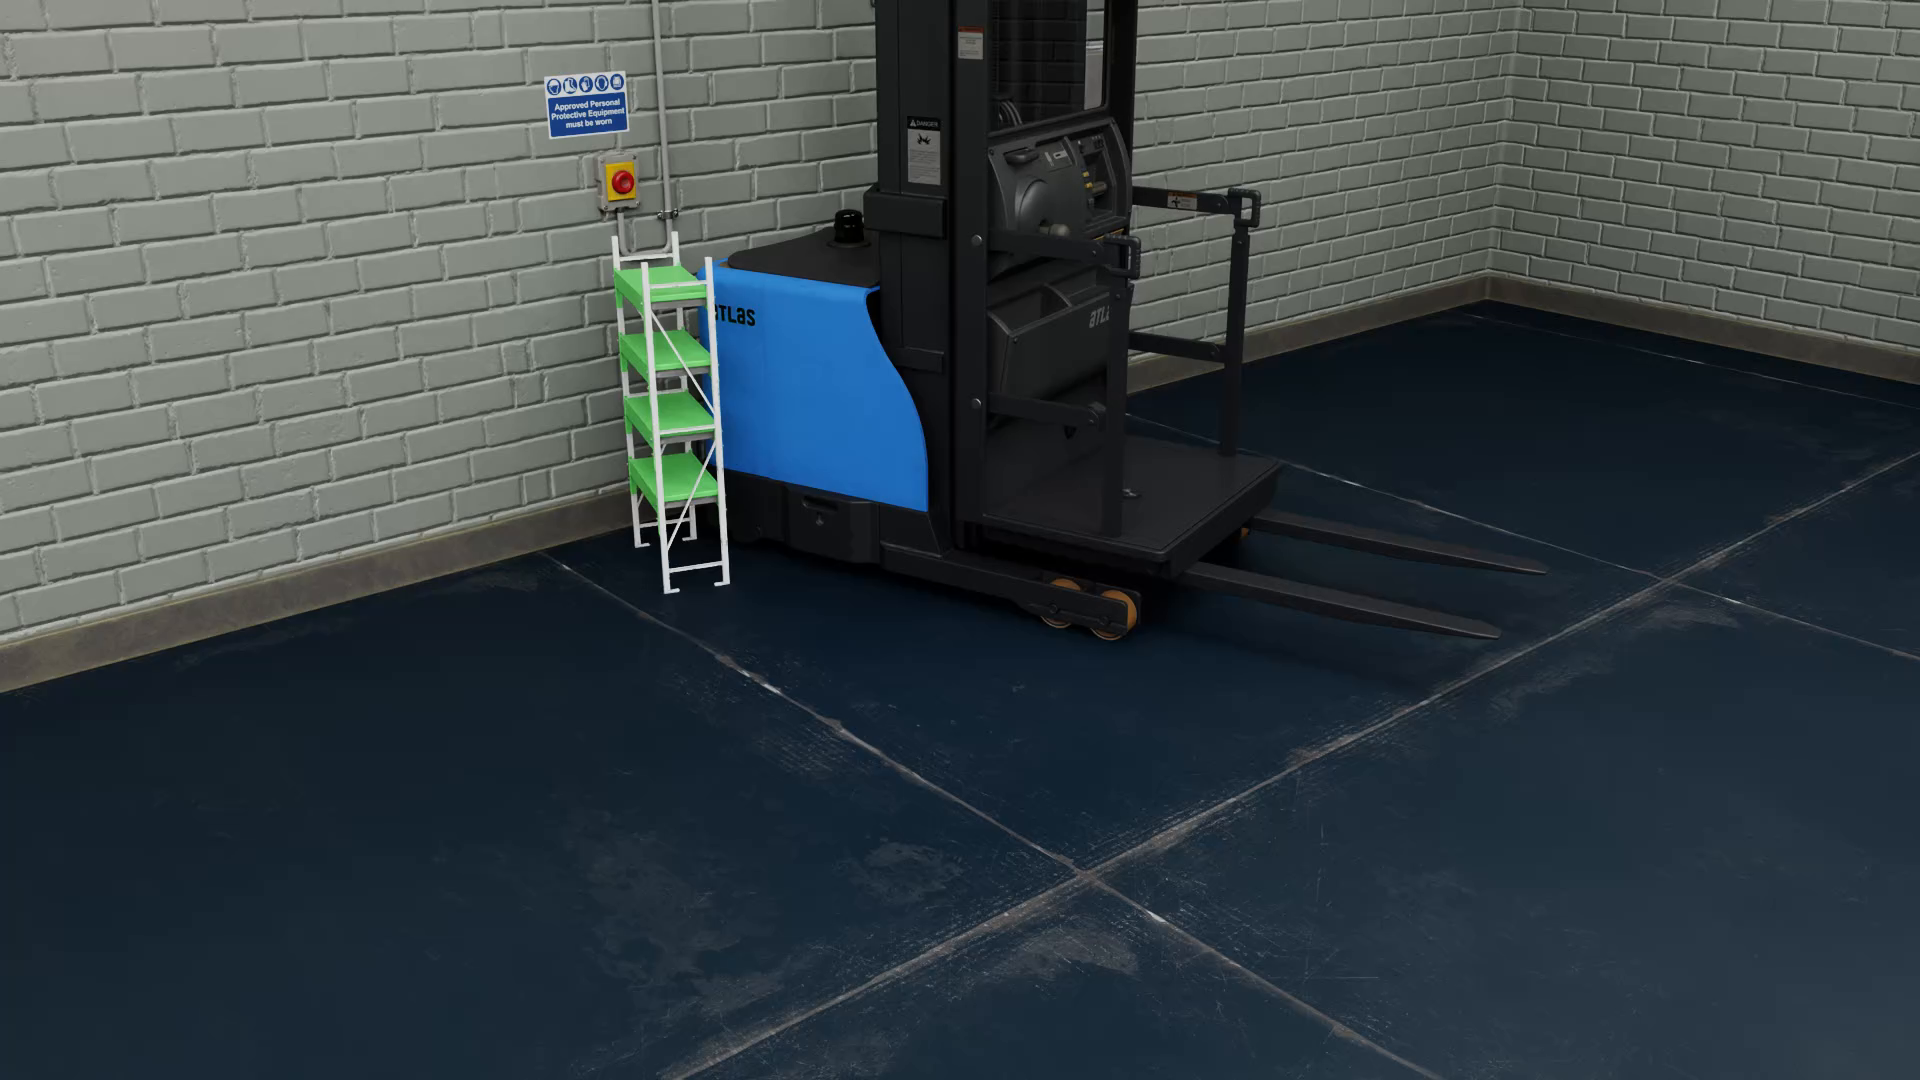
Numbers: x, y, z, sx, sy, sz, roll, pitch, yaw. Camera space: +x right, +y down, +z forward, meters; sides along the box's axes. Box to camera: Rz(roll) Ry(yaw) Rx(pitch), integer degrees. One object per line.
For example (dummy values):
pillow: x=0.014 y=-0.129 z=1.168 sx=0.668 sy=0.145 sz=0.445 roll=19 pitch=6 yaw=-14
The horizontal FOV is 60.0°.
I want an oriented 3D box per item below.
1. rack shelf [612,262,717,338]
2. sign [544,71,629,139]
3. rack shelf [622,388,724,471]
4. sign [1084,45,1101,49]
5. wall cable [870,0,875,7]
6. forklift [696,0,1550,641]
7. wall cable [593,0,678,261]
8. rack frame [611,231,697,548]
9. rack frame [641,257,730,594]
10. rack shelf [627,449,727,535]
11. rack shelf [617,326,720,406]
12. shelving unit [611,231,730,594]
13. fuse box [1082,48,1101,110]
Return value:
rack shelf: x=-1.048 y=-0.854 z=5.878 sx=0.258 sy=0.148 sz=0.480 roll=-9 pitch=23 yaw=-21
sign: x=-1.351 y=-1.579 z=6.033 sx=0.327 sy=0.218 sz=0.001 roll=-17 pitch=27 yaw=-37
rack shelf: x=-1.048 y=-0.407 z=6.053 sx=0.258 sy=0.148 sz=0.480 roll=-9 pitch=23 yaw=-21
sign: x=0.651 y=-2.038 z=7.706 sx=0.329 sy=0.494 sz=0.001 roll=-17 pitch=27 yaw=-37
wall cable: x=-0.208 y=-2.262 z=6.753 sx=0.588 sy=1.984 sz=0.122 roll=-17 pitch=27 yaw=-37
forklift: x=0.533 y=-1.246 z=5.647 sx=3.031 sy=2.935 sz=1.130 roll=13 pitch=25 yaw=29
wall cable: x=-1.274 y=-1.936 z=5.877 sx=0.585 sy=1.953 sz=0.123 roll=-17 pitch=27 yaw=-37
rack frame: x=-1.142 y=-0.548 z=6.239 sx=0.240 sy=1.200 sz=0.015 roll=-9 pitch=23 yaw=-21
rack frame: x=-0.955 y=-0.384 z=5.819 sx=0.240 sy=1.200 sz=0.015 roll=-9 pitch=23 yaw=-21
rack shelf: x=-1.048 y=-0.183 z=6.140 sx=0.258 sy=0.148 sz=0.480 roll=-9 pitch=23 yaw=-21
rack shelf: x=-1.048 y=-0.630 z=5.965 sx=0.258 sy=0.148 sz=0.480 roll=-9 pitch=23 yaw=-21
shelving unit: x=-1.048 y=-0.466 z=6.029 sx=0.258 sy=1.200 sz=0.503 roll=-9 pitch=23 yaw=-21
fuse box: x=0.412 y=-1.308 z=7.477 sx=0.539 sy=1.711 sz=0.414 roll=-17 pitch=27 yaw=-37
